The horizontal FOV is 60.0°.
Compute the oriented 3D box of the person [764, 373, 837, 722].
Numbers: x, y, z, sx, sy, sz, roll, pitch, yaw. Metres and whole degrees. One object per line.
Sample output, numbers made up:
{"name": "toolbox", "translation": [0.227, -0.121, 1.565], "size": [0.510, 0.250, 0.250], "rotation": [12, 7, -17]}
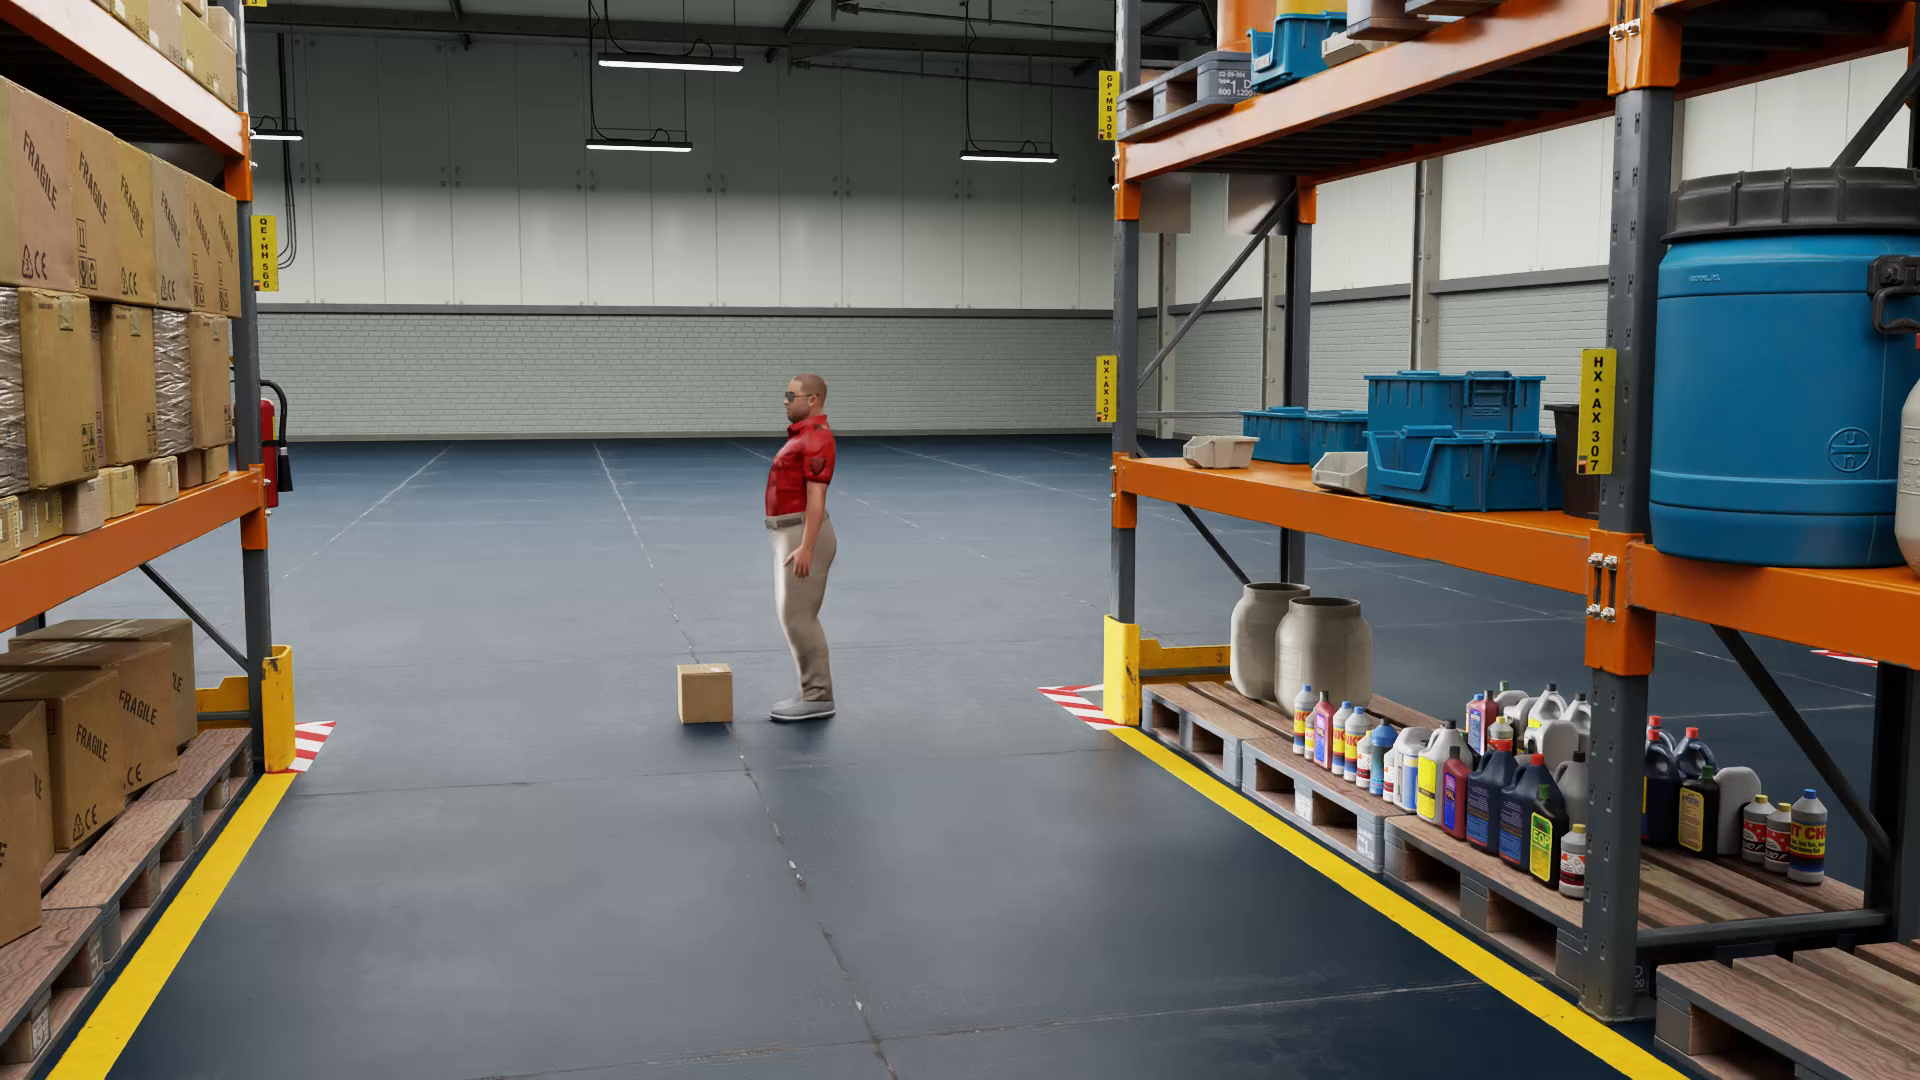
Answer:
{"name": "person", "translation": [-0.802, 0.040, 8.324], "size": [0.360, 1.746, 0.526], "rotation": [-1, 6, -12]}
